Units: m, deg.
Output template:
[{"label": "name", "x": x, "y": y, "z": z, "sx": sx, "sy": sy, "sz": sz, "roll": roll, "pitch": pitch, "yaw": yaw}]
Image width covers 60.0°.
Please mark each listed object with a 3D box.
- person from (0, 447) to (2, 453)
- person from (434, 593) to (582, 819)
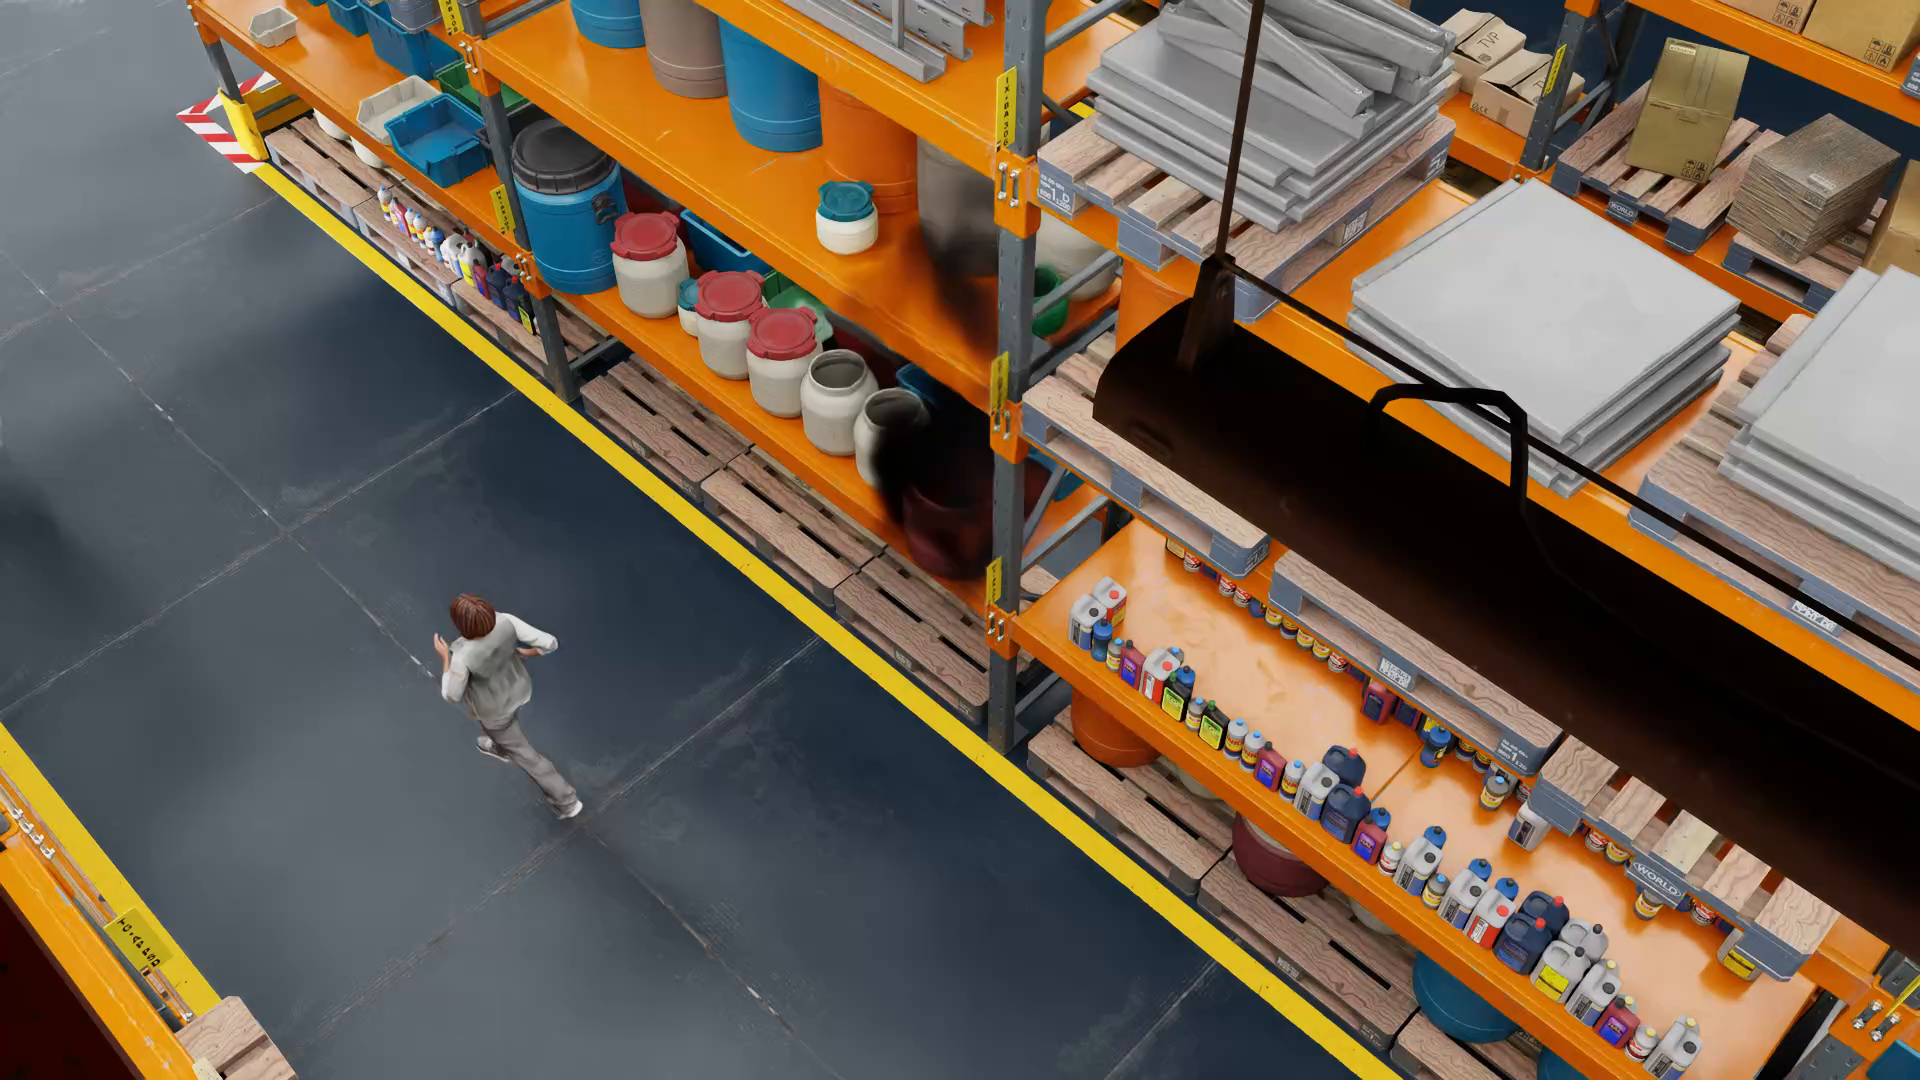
[{"label": "person", "x": -6.381, "y": -1.007, "z": 10.115, "sx": 0.636, "sy": 1.736, "sz": 0.645, "roll": 31, "pitch": 57, "yaw": 23}, {"label": "person", "x": -2.289, "y": 0.785, "z": 8.295, "sx": 0.830, "sy": 1.614, "sz": 0.537, "roll": 25, "pitch": 55, "yaw": 20}]
